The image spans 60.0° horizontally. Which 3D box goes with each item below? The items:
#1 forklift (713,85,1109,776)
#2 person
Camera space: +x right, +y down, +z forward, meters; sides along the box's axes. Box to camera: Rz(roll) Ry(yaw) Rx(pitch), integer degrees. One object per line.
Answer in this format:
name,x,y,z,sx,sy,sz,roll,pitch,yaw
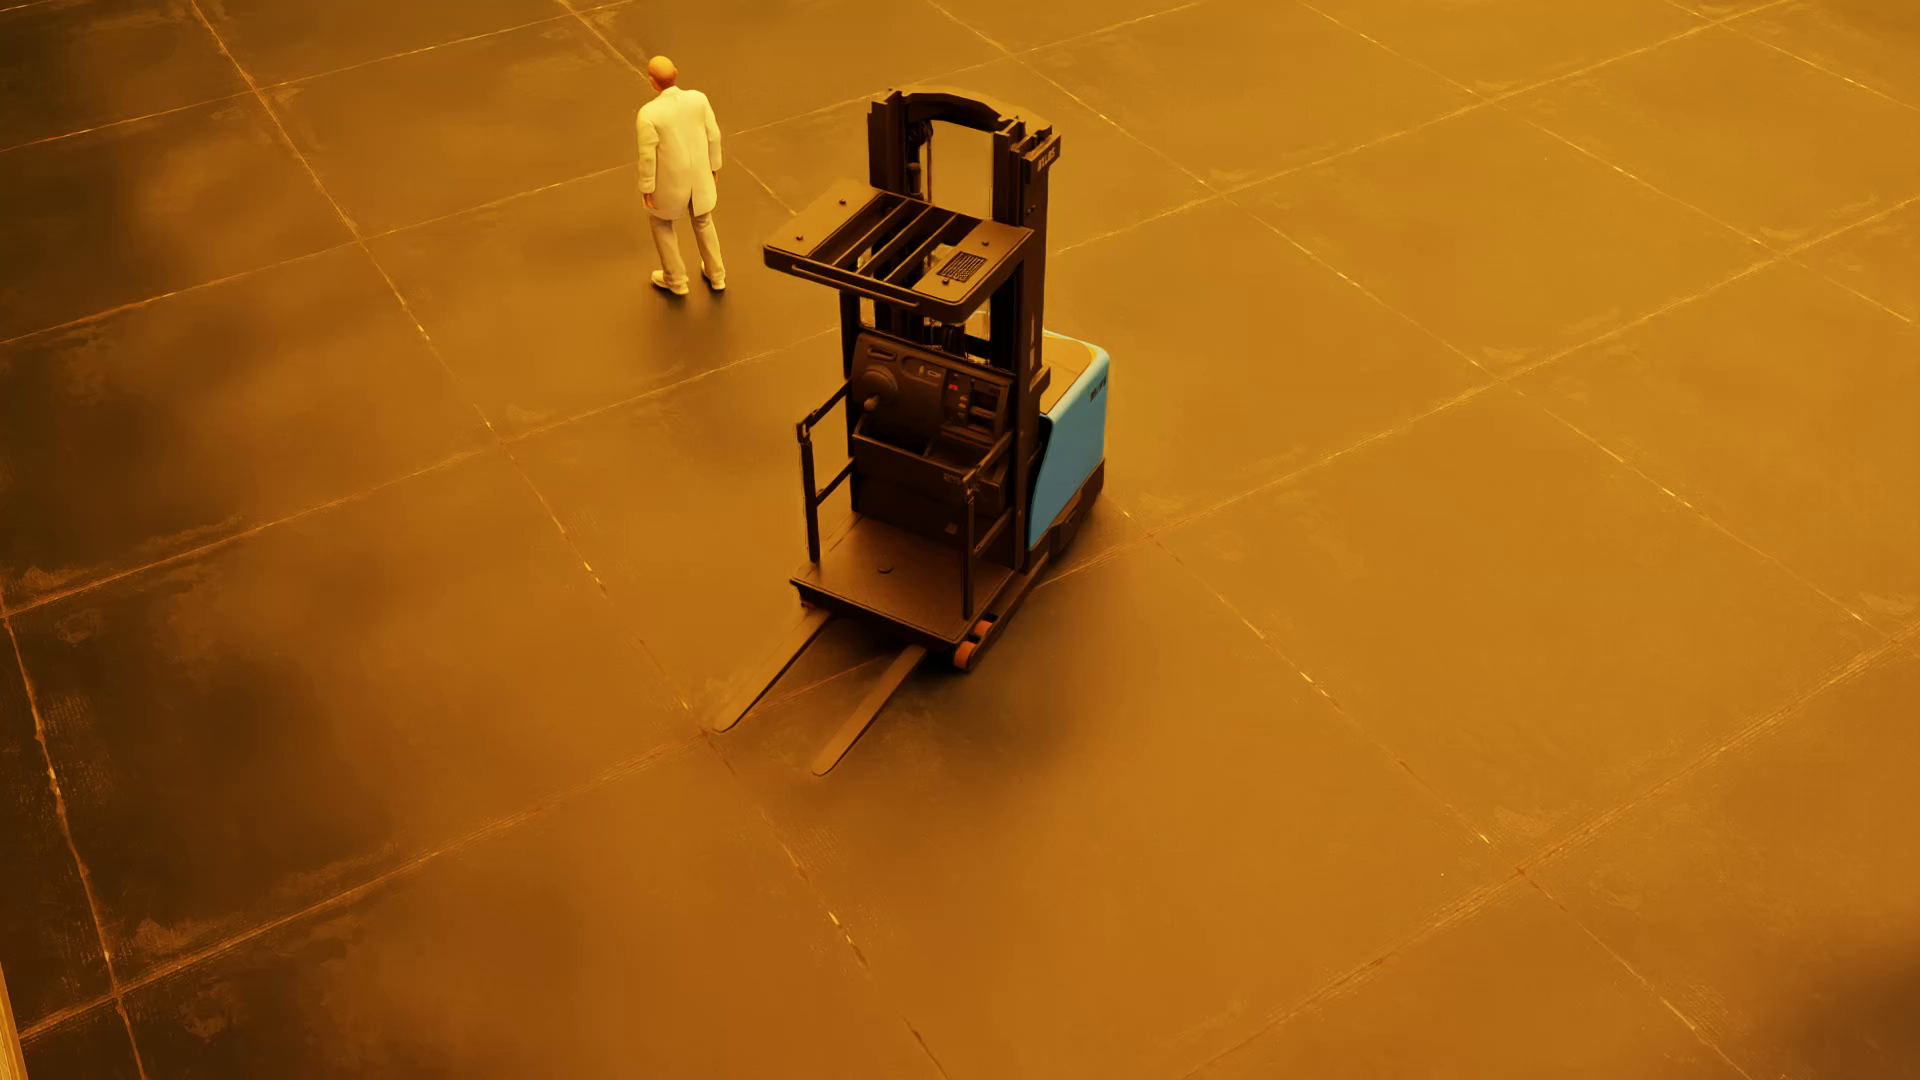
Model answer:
forklift,-0.262,-0.721,8.696,1.130,2.935,3.031,20,45,21
person,-1.970,-2.531,11.674,0.648,1.738,0.450,-24,47,-25
